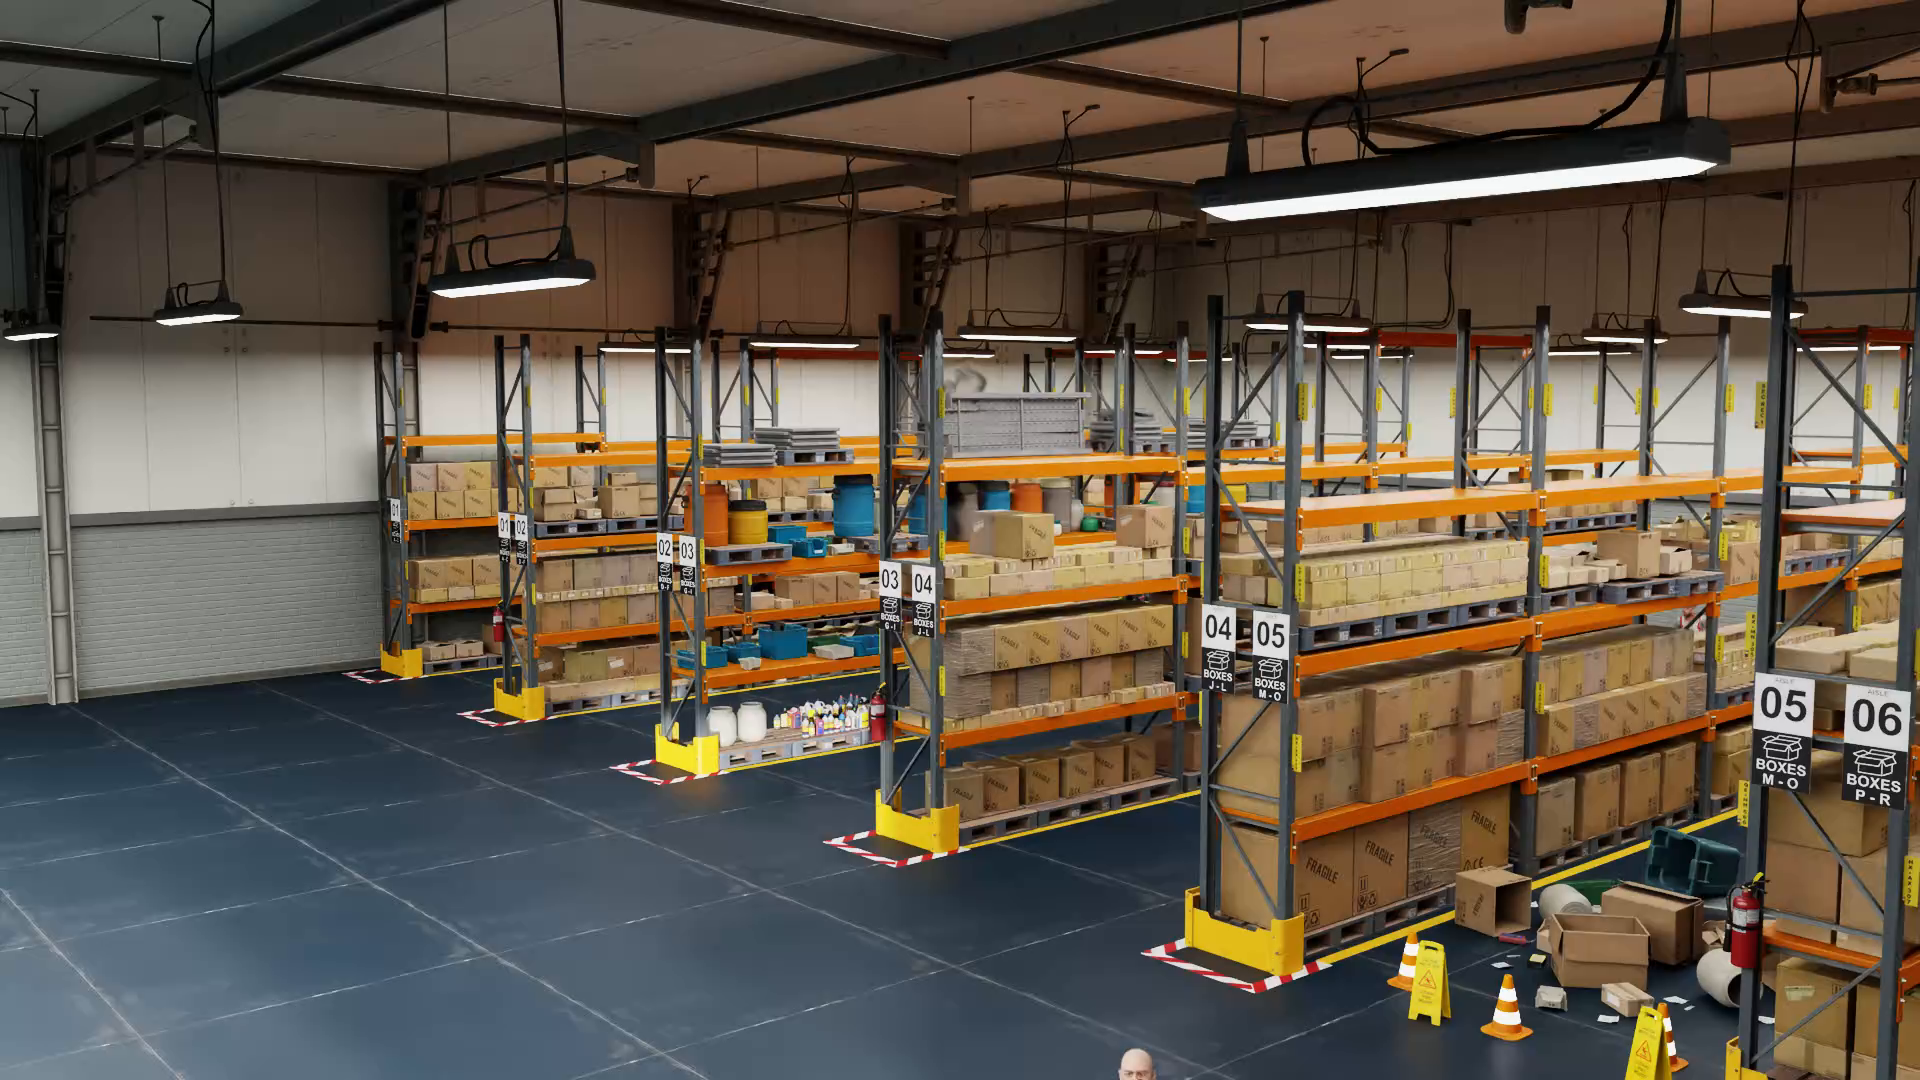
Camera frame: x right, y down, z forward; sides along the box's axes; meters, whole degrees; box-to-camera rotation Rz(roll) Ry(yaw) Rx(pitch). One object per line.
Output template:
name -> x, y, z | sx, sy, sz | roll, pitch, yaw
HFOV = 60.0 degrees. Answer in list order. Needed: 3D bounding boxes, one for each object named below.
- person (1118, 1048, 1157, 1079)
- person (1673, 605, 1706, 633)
person -> 0.901, 3.502, 8.608 | 0.765, 1.752, 0.609 | 1, 5, 11
person -> 12.141, 1.823, 27.471 | 0.727, 1.686, 0.619 | 4, 7, 37
